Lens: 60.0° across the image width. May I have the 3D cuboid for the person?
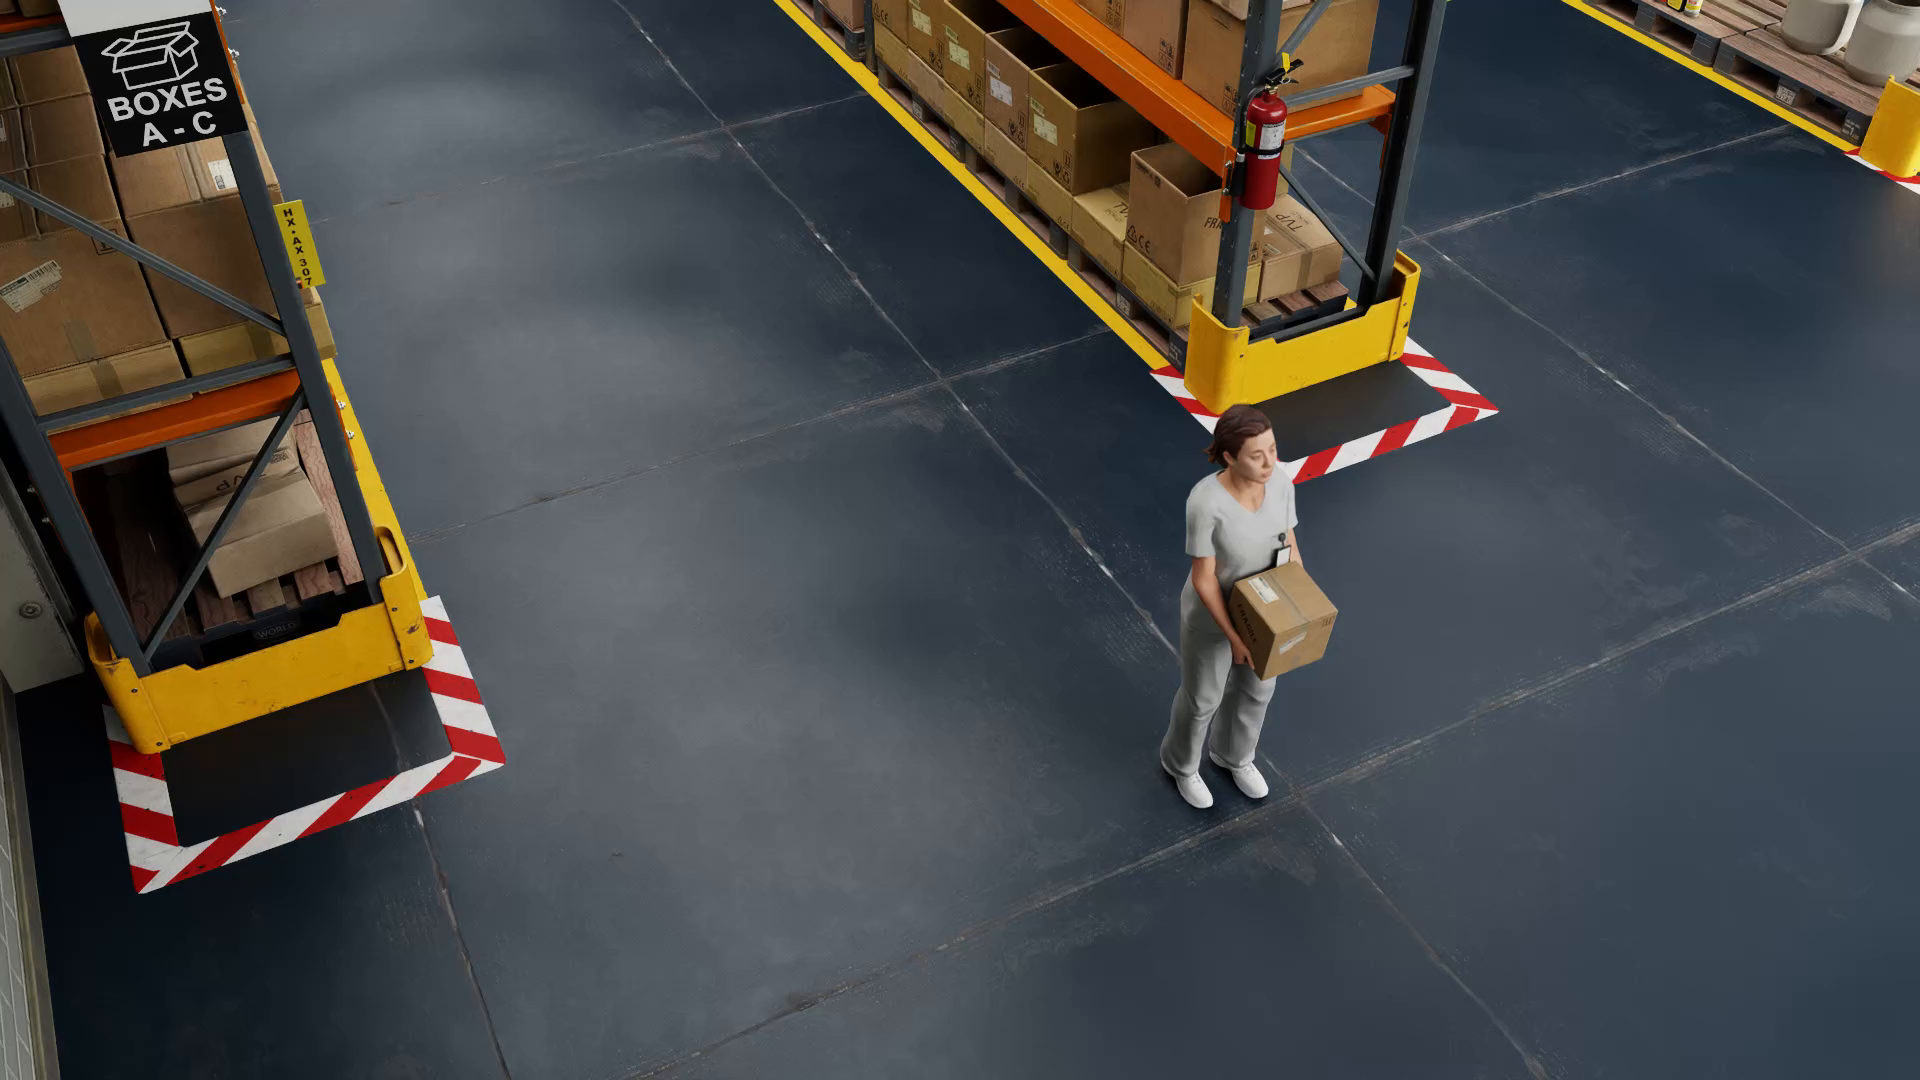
[{"bbox_3d":[0.984,0.288,5.843,0.437,1.662,0.555,-18,45,-20],"label":"person"}]
